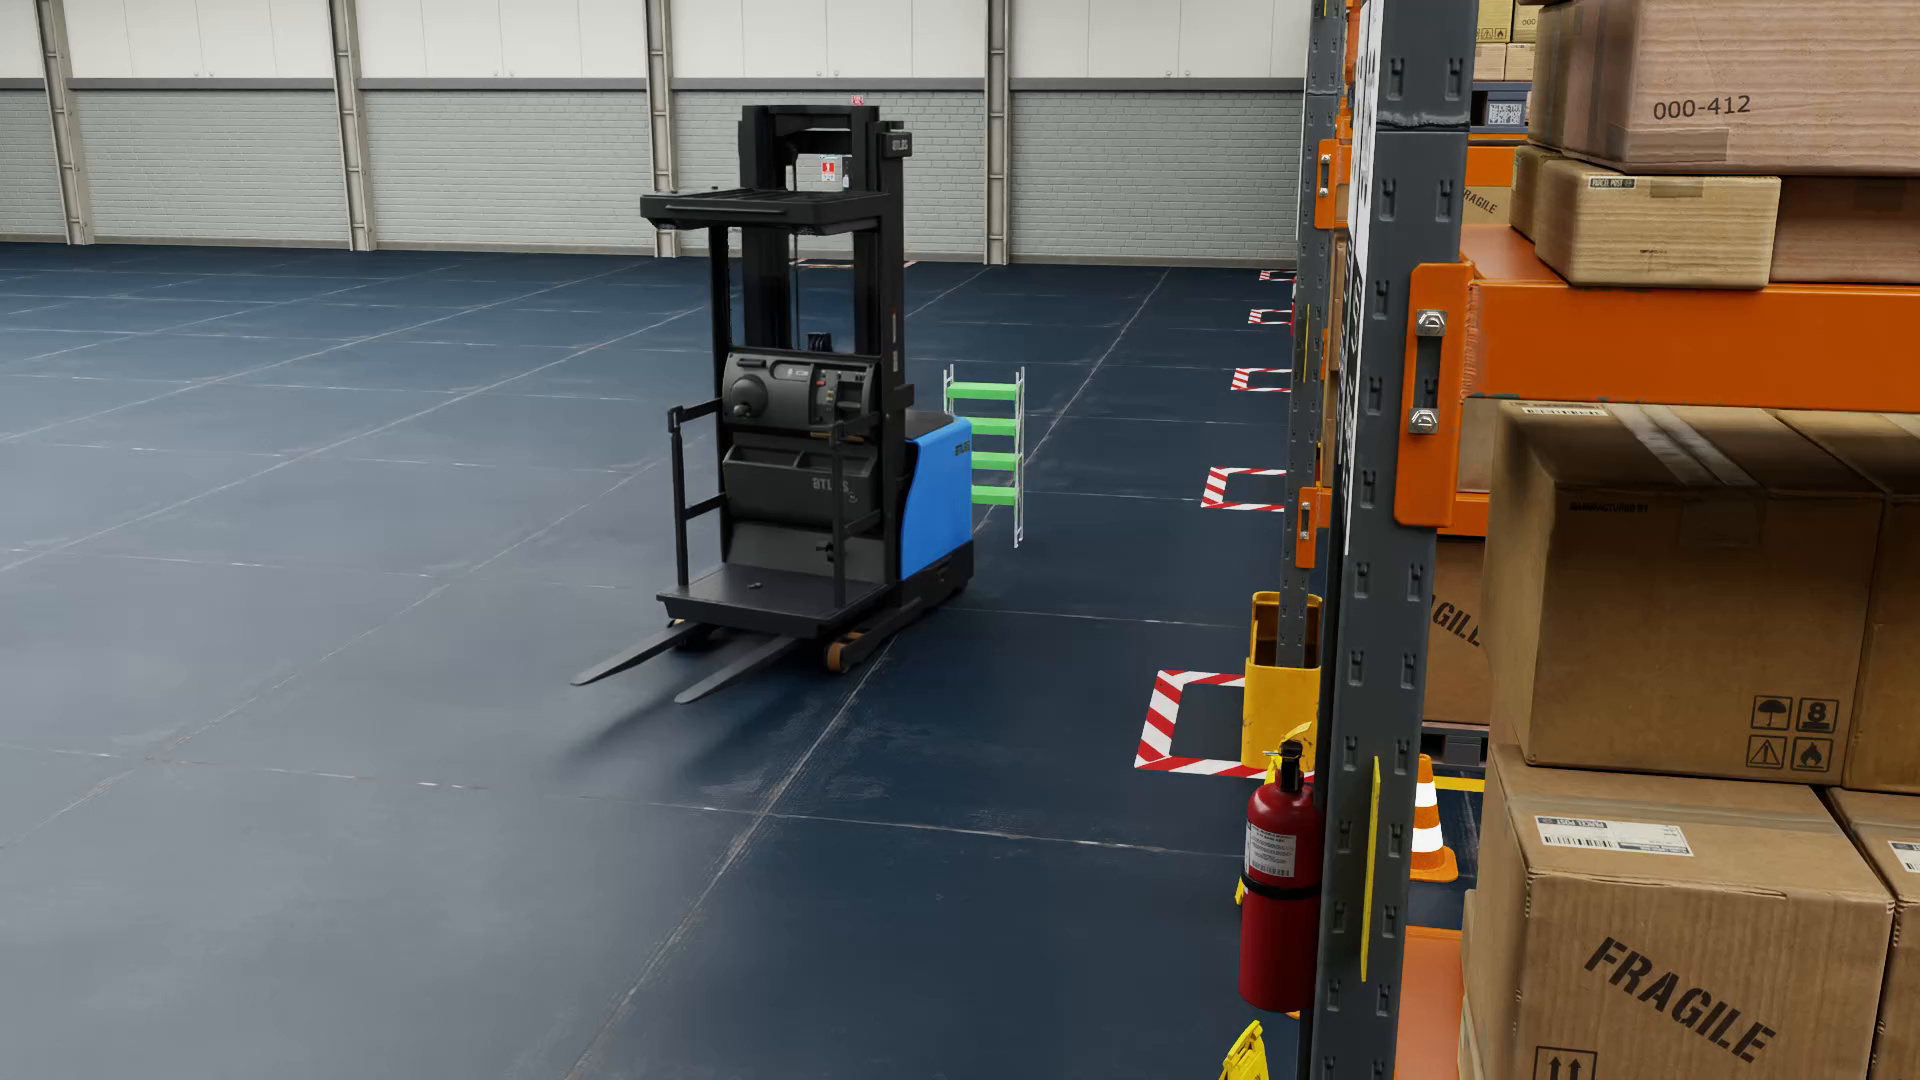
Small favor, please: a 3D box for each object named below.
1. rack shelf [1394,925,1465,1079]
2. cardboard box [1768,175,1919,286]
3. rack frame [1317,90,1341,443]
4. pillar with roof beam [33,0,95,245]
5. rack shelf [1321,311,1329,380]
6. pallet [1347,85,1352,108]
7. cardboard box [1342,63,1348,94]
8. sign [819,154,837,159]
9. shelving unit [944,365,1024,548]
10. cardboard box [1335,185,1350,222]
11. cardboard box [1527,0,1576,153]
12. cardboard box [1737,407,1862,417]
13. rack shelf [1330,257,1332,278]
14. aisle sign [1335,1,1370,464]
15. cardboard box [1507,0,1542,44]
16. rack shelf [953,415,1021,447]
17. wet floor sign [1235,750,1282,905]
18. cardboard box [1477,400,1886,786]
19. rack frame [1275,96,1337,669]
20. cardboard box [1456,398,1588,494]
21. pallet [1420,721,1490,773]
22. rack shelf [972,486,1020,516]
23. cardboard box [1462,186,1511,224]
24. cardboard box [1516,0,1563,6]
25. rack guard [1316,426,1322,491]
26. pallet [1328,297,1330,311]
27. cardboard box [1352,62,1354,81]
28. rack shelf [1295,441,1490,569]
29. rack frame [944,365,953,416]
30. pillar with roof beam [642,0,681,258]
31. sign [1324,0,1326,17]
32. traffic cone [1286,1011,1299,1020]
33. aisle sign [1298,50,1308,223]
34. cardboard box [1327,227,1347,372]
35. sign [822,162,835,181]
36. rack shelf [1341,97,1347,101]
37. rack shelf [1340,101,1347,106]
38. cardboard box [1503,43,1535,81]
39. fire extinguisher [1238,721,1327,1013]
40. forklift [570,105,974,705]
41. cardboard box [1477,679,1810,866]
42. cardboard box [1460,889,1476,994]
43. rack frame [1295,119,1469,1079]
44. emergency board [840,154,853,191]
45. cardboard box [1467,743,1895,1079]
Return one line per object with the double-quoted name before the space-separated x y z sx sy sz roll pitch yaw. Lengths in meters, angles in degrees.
"rack shelf" 2.679 1.219 2.821 4.000 0.370 1.077 3 16 11
"cardboard box" 1.255 -0.466 2.406 0.250 0.149 0.380 3 16 9
"rack frame" 2.694 -1.827 12.468 0.127 3.000 1.000 3 16 11
"pillar with roof beam" -17.863 -8.945 26.927 0.400 9.000 9.100 3 16 11
"rack shelf" 4.654 -1.374 12.180 4.000 0.370 1.077 3 16 11
"pallet" 4.473 -4.407 16.519 1.213 0.211 1.003 3 16 11
"cardboard box" 5.933 -7.134 25.785 0.500 0.500 0.500 4 16 13
"sign" -2.298 -6.690 28.966 0.331 0.109 0.001 3 16 11
"shelving unit" 0.162 -0.569 11.300 0.503 1.200 0.258 3 16 11
"cardboard box" 5.127 -4.438 21.707 0.500 0.500 0.700 3 16 11
"cardboard box" 1.275 -0.794 2.845 0.500 0.250 0.500 3 16 10
"cardboard box" 3.574 -0.496 7.381 0.500 0.550 0.875 3 16 11
"rack shelf" 5.641 -2.669 16.857 4.000 0.370 1.077 3 16 11
"aisle sign" 0.717 -0.566 3.048 0.004 0.787 0.394 3 16 11
"cardboard box" 2.526 -2.182 6.882 0.500 0.250 0.500 3 16 10
"rack shelf" 0.162 -0.739 11.253 0.480 0.148 0.258 3 16 11
"wet floor sign" 1.184 1.116 6.253 0.232 0.644 0.267 0 15 1
"cardboard box" 1.264 0.062 3.031 0.500 0.500 0.700 3 16 10
"rack frame" 1.607 -0.535 7.803 0.127 3.000 1.000 3 16 11
"cardboard box" 2.523 -0.576 7.670 0.550 0.550 0.875 3 16 11
"pallet" 2.406 0.831 8.096 1.213 0.211 1.003 3 16 11
"rack shelf" 0.162 -0.277 11.381 0.480 0.148 0.258 3 16 11
"cardboard box" 3.668 -2.371 11.816 0.500 0.500 0.500 3 16 11
"cardboard box" 1.110 -1.002 2.850 0.250 0.149 0.380 3 16 12
"rack guard" 2.769 -0.618 12.787 0.348 0.500 1.175 3 16 11
"pallet" 5.430 -3.045 22.087 1.213 0.211 1.003 3 16 11
"cardboard box" 3.029 -3.459 12.276 0.250 0.149 0.380 3 16 11
"rack shelf" 3.567 -0.082 7.515 4.000 0.370 1.077 3 16 11
"rack frame" -0.077 -0.582 11.347 0.015 1.200 0.240 3 16 11
"pillar with roof beam" -6.103 -8.307 24.622 0.400 9.000 9.100 3 16 11
"sign" 1.490 -2.295 6.753 0.005 0.325 0.100 3 16 11
"traffic cone" 1.286 1.365 5.697 0.334 0.463 0.336 3 16 11
"aisle sign" 1.597 -1.870 7.753 0.004 0.787 0.394 3 16 11
"cardboard box" 1.963 -1.097 7.531 0.550 0.550 0.875 3 16 11
"sign" -2.301 -6.437 29.046 0.234 0.329 0.001 3 16 11
"rack shelf" 7.616 -6.707 25.813 4.000 0.370 1.077 3 16 11
"rack shelf" 6.632 -5.411 21.134 4.000 0.370 1.077 3 16 11
"cardboard box" 2.374 -1.981 6.901 0.250 0.149 0.380 3 16 11
"fire extinguisher" 0.699 0.676 3.577 0.183 0.674 0.296 3 16 11
"forklift" -0.981 -0.829 8.993 1.130 2.935 3.031 7 17 23
"cardboard box" 1.306 0.531 3.212 0.500 0.500 0.500 3 16 10
"cardboard box" 1.129 0.851 3.273 0.250 0.149 0.380 4 16 13
"rack frame" 0.720 0.766 3.109 0.127 3.000 1.000 3 16 11
"emergency board" -1.780 -6.364 28.847 0.643 1.169 0.194 3 16 11
"cardboard box" 1.128 0.672 2.703 0.500 0.500 0.500 3 16 10
